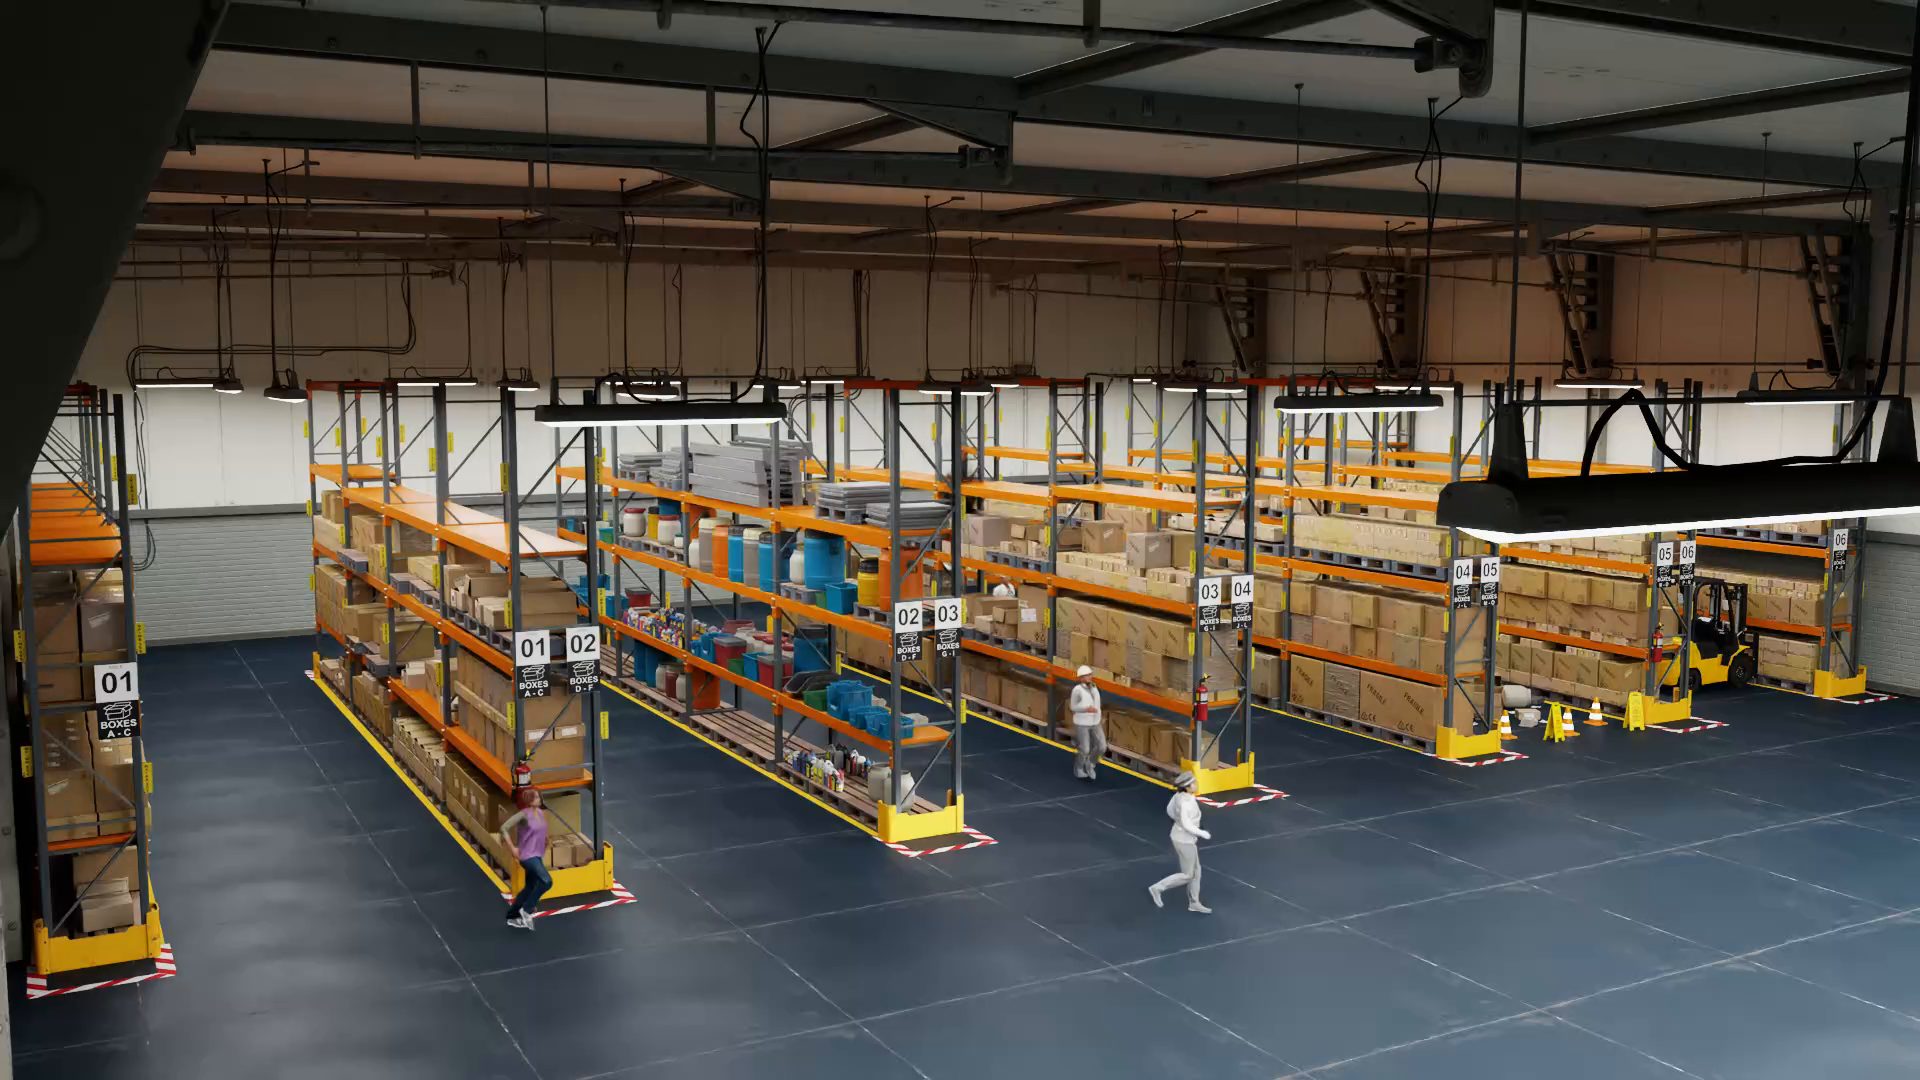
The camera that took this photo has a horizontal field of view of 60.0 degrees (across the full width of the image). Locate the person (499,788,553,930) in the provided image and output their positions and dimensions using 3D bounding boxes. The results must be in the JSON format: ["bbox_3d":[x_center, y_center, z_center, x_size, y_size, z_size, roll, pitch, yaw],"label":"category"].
[{"bbox_3d":[-4.812,3.567,18.686,0.584,1.551,0.545,1,6,9],"label":"person"}]

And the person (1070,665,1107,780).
[{"bbox_3d":[1.966,2.786,25.178,0.642,1.767,0.647,-4,7,-33],"label":"person"}]

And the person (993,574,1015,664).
[{"bbox_3d":[0.965,1.694,33.838,0.688,1.679,0.745,-4,7,-33],"label":"person"}]

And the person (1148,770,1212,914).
[{"bbox_3d":[2.528,3.480,19.142,0.781,1.695,0.624,-1,6,-5],"label":"person"}]

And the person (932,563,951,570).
[{"bbox_3d":[-0.650,1.097,41.746,0.768,1.642,0.732,-3,7,-24],"label":"person"}]
